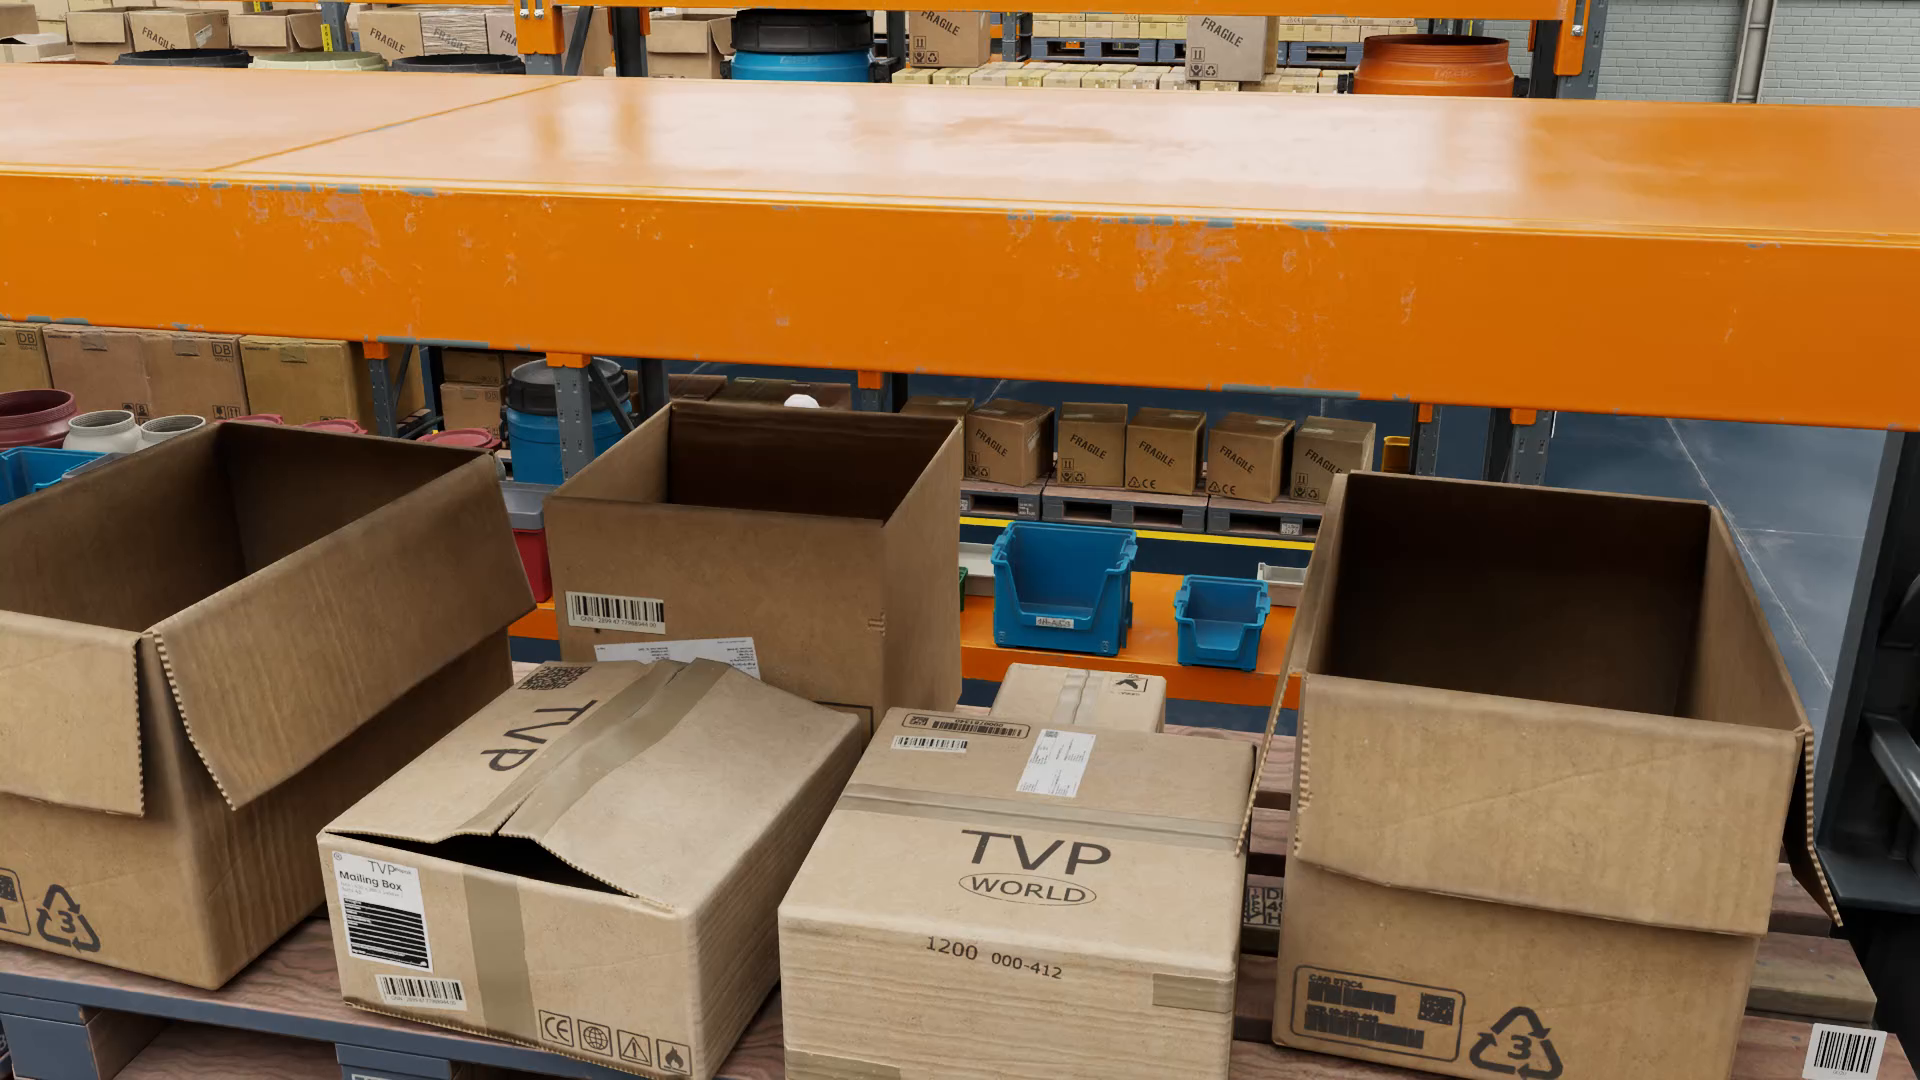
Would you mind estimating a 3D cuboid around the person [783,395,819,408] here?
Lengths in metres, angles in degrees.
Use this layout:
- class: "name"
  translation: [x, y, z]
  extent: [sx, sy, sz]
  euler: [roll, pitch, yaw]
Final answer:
- class: "person"
  translation: [-0.813, 0.017, 9.526]
  extent: [0.451, 1.773, 0.623]
  euler: [3, 22, 8]
